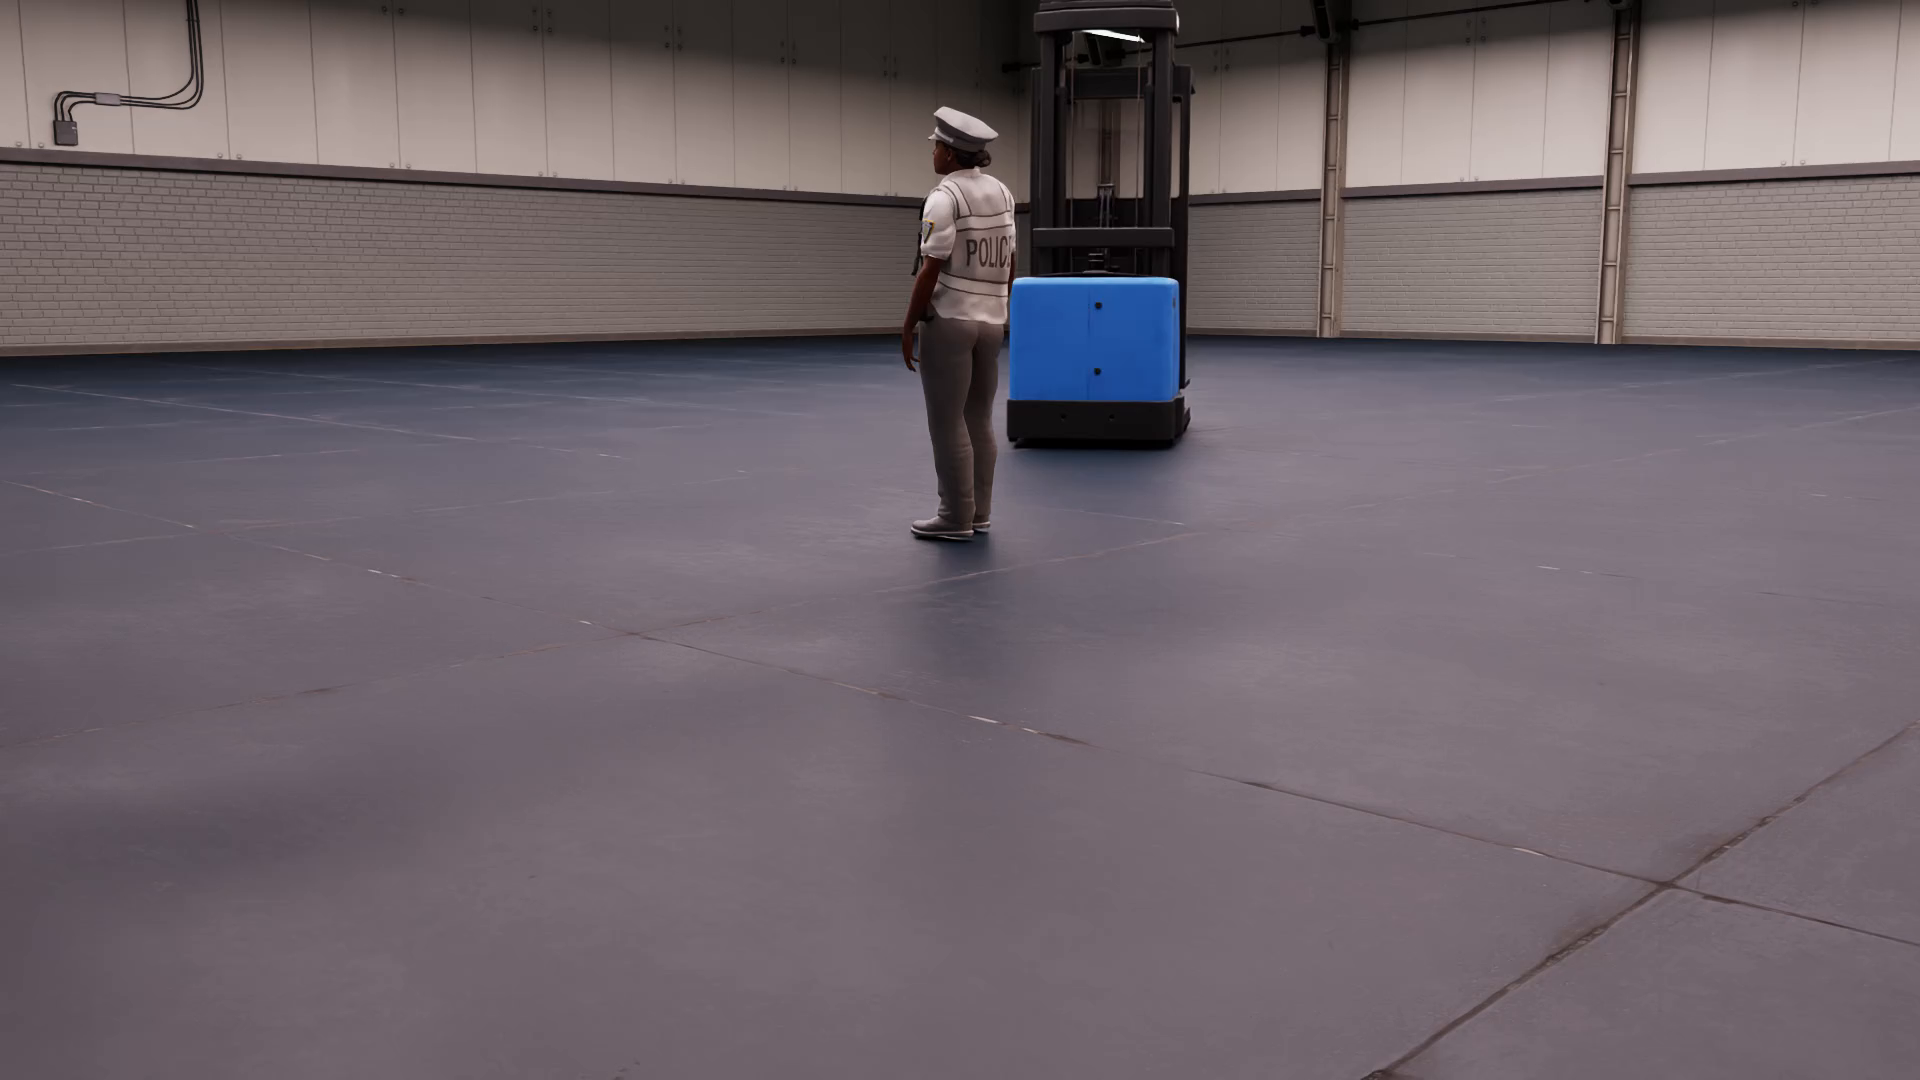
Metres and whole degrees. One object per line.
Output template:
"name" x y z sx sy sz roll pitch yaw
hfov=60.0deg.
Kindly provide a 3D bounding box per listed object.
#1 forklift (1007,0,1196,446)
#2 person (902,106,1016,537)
"forklift" 1.071 -2.232 11.697 1.130 2.935 3.031 2 9 10
"person" -0.040 -0.853 6.656 0.530 1.692 0.569 8 12 43
